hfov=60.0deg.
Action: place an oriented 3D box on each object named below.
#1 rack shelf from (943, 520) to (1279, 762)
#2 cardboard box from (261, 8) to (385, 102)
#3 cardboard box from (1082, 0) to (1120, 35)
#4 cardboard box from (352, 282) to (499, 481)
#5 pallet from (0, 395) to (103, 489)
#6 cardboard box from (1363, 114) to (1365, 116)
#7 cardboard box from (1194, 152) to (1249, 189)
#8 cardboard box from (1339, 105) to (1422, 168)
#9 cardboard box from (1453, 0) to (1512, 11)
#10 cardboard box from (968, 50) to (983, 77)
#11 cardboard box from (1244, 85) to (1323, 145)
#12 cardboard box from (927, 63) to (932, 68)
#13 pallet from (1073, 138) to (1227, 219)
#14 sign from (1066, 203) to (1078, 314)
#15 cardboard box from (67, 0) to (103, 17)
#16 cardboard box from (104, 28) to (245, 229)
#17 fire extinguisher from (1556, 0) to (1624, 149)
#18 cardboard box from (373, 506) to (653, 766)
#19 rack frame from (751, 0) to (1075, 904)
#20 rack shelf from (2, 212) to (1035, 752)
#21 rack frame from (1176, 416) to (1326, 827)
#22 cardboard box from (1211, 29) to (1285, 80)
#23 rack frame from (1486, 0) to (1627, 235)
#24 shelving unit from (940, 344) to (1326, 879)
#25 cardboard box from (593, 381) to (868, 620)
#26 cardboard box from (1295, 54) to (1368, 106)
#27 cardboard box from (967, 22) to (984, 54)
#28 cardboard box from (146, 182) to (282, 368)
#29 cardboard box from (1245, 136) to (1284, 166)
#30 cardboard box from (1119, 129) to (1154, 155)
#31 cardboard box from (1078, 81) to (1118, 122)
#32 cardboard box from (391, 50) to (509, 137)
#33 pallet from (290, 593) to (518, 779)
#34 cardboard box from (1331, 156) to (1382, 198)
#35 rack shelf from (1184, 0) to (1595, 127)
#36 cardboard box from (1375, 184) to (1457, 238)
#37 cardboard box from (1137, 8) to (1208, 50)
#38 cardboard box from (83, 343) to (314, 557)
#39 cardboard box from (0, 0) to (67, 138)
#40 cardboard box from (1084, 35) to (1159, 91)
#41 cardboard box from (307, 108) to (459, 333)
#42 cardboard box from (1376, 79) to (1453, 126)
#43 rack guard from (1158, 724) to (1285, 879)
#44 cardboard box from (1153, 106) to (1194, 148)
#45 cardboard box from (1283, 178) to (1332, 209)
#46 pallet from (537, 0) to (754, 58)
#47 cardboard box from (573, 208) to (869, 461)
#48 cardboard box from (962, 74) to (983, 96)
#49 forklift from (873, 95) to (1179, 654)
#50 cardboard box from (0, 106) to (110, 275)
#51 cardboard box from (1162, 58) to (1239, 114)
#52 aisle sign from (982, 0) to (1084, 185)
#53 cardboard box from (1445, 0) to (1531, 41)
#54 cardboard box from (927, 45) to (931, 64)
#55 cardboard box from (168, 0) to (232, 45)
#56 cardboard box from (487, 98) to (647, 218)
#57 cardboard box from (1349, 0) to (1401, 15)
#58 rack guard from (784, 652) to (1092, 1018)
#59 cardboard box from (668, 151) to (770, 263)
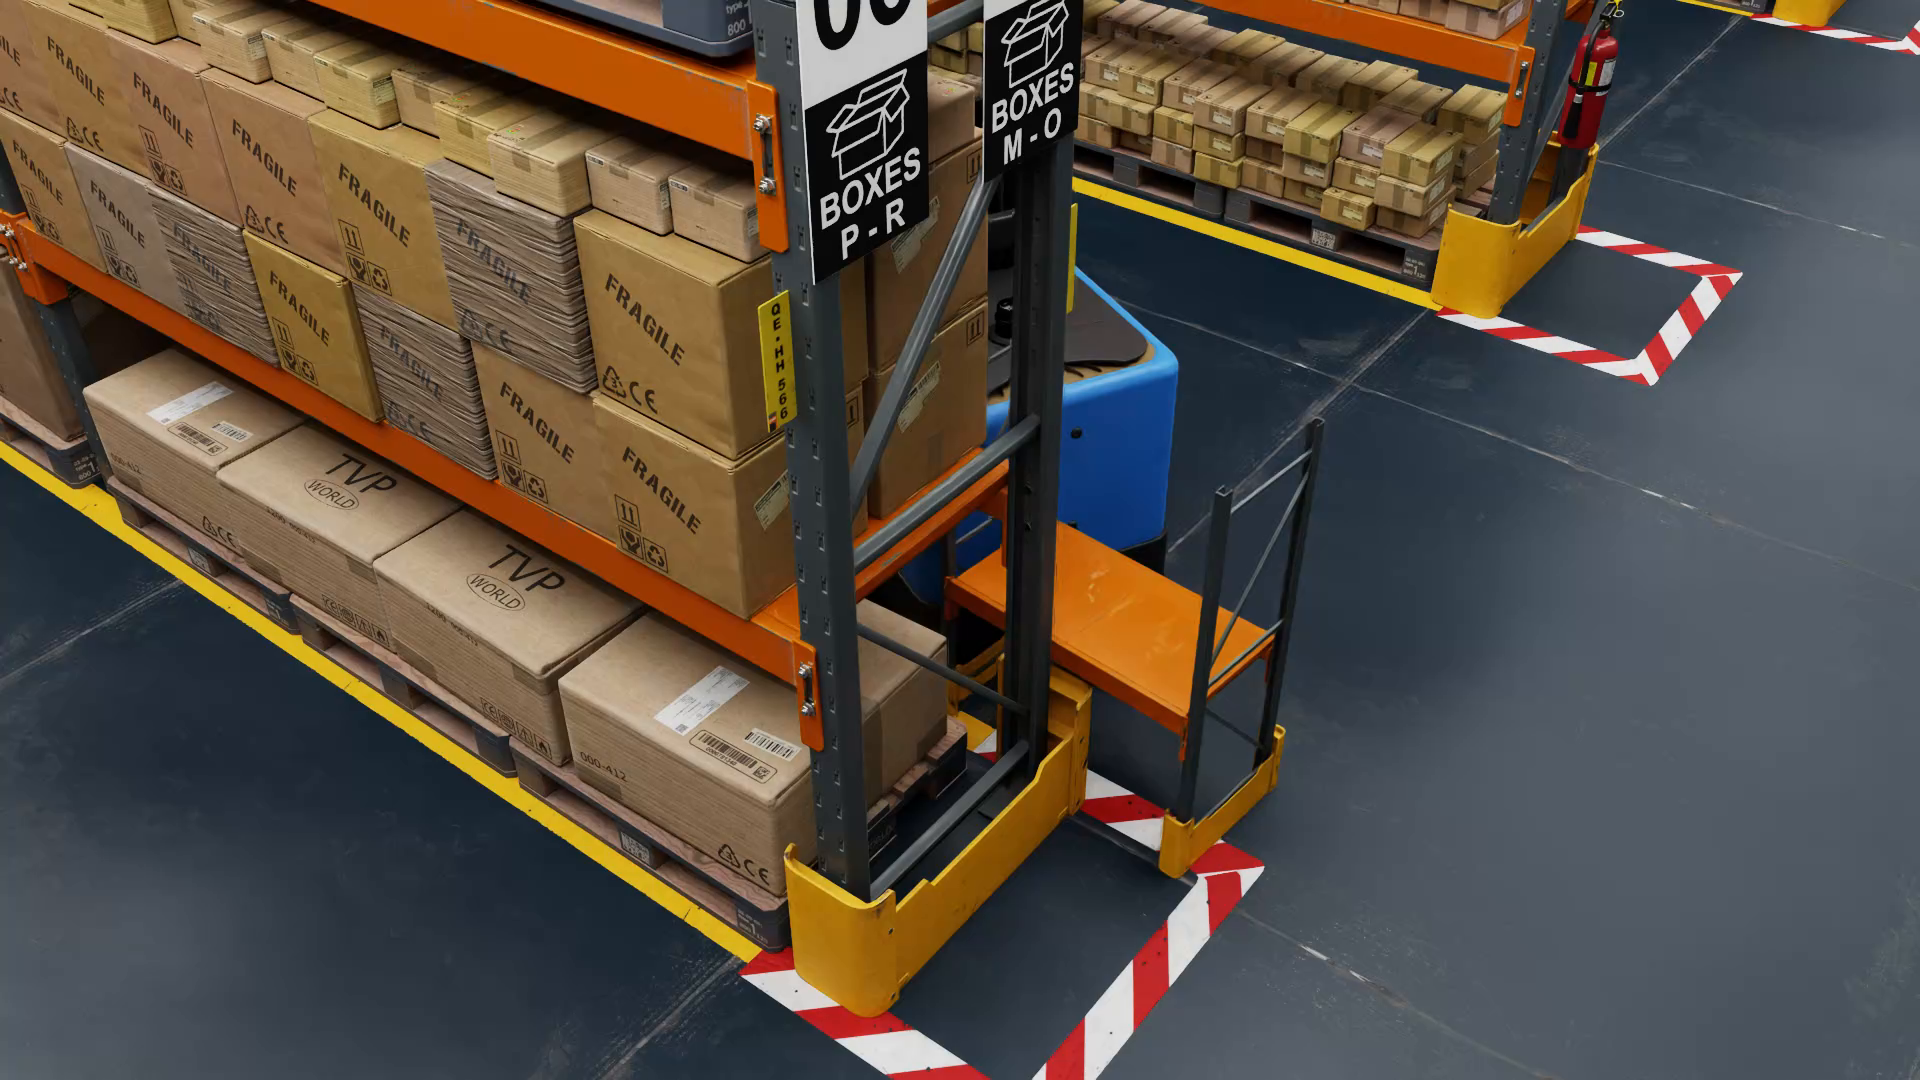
[{"bbox_3d":[0.490,0.286,5.459,1.000,0.185,0.538,29,47,32],"label":"rack shelf"},{"bbox_3d":[-1.711,-1.388,4.671,0.250,0.149,0.380,27,45,30],"label":"cardboard box"},{"bbox_3d":[0.719,-3.034,9.682,0.250,0.149,0.380,27,45,30],"label":"cardboard box"},{"bbox_3d":[-1.408,-0.578,4.974,0.500,0.500,0.500,27,45,30],"label":"cardboard box"},{"bbox_3d":[-3.896,-0.757,7.546,1.213,0.211,1.003,25,45,29],"label":"pallet"},{"bbox_3d":[2.176,-2.227,8.892,0.250,0.149,0.380,26,45,29],"label":"cardboard box"},{"bbox_3d":[1.454,-2.043,8.898,0.250,0.149,0.380,23,44,27],"label":"cardboard box"},{"bbox_3d":[2.128,-2.040,8.412,0.250,0.149,0.380,26,45,29],"label":"cardboard box"},{"bbox_3d":[2.354,-2.765,7.526,0.500,0.500,0.500,26,45,29],"label":"cardboard box"},{"bbox_3d":[0.254,-2.808,9.633,0.250,0.149,0.380,25,44,28],"label":"cardboard box"},{"bbox_3d":[1.678,-2.203,8.620,0.250,0.149,0.380,23,44,27],"label":"cardboard box"},{"bbox_3d":[-0.216,-2.814,9.882,0.250,0.149,0.380,23,44,27],"label":"cardboard box"},{"bbox_3d":[1.218,-2.276,9.485,1.213,0.211,1.003,25,45,29],"label":"pallet"},{"bbox_3d":[0.282,-0.746,4.504,0.005,0.325,0.100,25,45,29],"label":"sign"},{"bbox_3d":[-2.542,-1.760,5.146,0.250,0.149,0.380,25,44,28],"label":"cardboard box"},{"bbox_3d":[-2.208,-1.349,5.148,0.500,0.500,0.500,26,45,29],"label":"cardboard box"},{"bbox_3d":[2.787,-2.069,7.324,0.183,0.674,0.296,25,45,29],"label":"fire extinguisher"},{"bbox_3d":[-1.377,0.202,5.797,0.875,0.438,0.875,27,45,30],"label":"cardboard box"},{"bbox_3d":[-0.060,-0.105,4.451,0.127,3.000,1.000,25,45,29],"label":"rack frame"},{"bbox_3d":[-1.648,-0.571,5.629,4.000,0.370,1.077,25,45,29],"label":"rack shelf"},{"bbox_3d":[0.865,0.355,5.078,0.032,1.500,0.500,29,47,32],"label":"rack frame"},{"bbox_3d":[1.600,-2.689,9.241,0.250,0.149,0.380,26,45,29],"label":"cardboard box"},{"bbox_3d":[2.867,-2.566,7.595,0.127,3.000,1.000,25,45,29],"label":"rack frame"},{"bbox_3d":[0.497,0.148,5.344,1.083,1.500,0.587,29,47,32],"label":"shelving unit"},{"bbox_3d":[-0.604,-0.195,4.485,0.500,0.500,0.500,26,45,29],"label":"cardboard box"},{"bbox_3d":[1.996,-2.460,8.948,0.250,0.149,0.380,23,44,27],"label":"cardboard box"},{"bbox_3d":[0.251,-2.908,9.521,0.250,0.149,0.380,25,44,28],"label":"cardboard box"},{"bbox_3d":[-2.235,-0.958,5.460,0.500,0.500,0.500,26,45,29],"label":"cardboard box"},{"bbox_3d":[1.710,-2.129,8.767,0.250,0.149,0.380,25,44,28],"label":"cardboard box"},{"bbox_3d":[1.094,-2.287,9.209,0.250,0.149,0.380,27,45,30],"label":"cardboard box"},{"bbox_3d":[0.833,-2.465,9.196,0.250,0.149,0.380,25,44,28],"label":"cardboard box"},{"bbox_3d":[-1.279,-1.215,4.451,0.250,0.149,0.380,25,44,28],"label":"cardboard box"},{"bbox_3d":[-1.707,0.275,6.228,1.213,0.211,1.003,25,45,29],"label":"pallet"},{"bbox_3d":[2.100,-1.909,8.485,0.250,0.149,0.380,24,44,28],"label":"cardboard box"},{"bbox_3d":[1.279,-3.032,8.773,4.000,0.370,1.077,25,45,29],"label":"rack shelf"},{"bbox_3d":[2.322,-1.704,8.466,0.250,0.149,0.380,26,45,29],"label":"cardboard box"},{"bbox_3d":[1.211,-2.883,9.489,0.250,0.149,0.380,24,44,27],"label":"cardboard box"},{"bbox_3d":[-2.804,-0.472,6.657,0.875,0.438,0.875,25,44,28],"label":"cardboard box"},{"bbox_3d":[-3.006,-1.739,5.646,0.500,0.500,0.500,26,45,29],"label":"cardboard box"},{"bbox_3d":[0.891,-2.625,9.159,0.250,0.149,0.380,23,44,27],"label":"cardboard box"},{"bbox_3d":[-1.411,-0.970,4.663,0.500,0.500,0.500,25,44,28],"label":"cardboard box"},{"bbox_3d":[2.365,-2.250,8.681,0.250,0.149,0.380,26,45,29],"label":"cardboard box"},{"bbox_3d":[0.863,0.848,5.463,0.087,0.250,0.587,29,47,32],"label":"rack guard"},{"bbox_3d":[1.249,-2.271,8.948,0.250,0.149,0.380,28,46,31],"label":"cardboard box"},{"bbox_3d":[1.899,-1.892,8.705,0.250,0.149,0.380,25,44,28],"label":"cardboard box"},{"bbox_3d":[-0.655,-1.524,3.902,1.213,0.211,1.003,25,45,29],"label":"pallet"},{"bbox_3d":[-0.587,-0.602,4.193,0.500,0.500,0.500,27,45,30],"label":"cardboard box"},{"bbox_3d":[0.224,-2.646,9.669,0.250,0.149,0.380,25,44,28],"label":"cardboard box"},{"bbox_3d":[-0.315,-1.628,6.452,1.130,2.935,3.031,-17,41,-20],"label":"forklift"},{"bbox_3d":[-3.023,-1.338,5.945,0.500,0.500,0.500,27,45,30],"label":"cardboard box"},{"bbox_3d":[1.289,-2.429,8.909,0.250,0.149,0.380,24,44,27],"label":"cardboard box"},{"bbox_3d":[0.173,-1.243,3.796,0.004,0.787,0.394,25,45,29],"label":"aisle sign"},{"bbox_3d":[2.436,-2.451,7.651,0.250,0.149,0.380,25,45,29],"label":"cardboard box"},{"bbox_3d":[-0.217,-2.932,9.792,0.250,0.149,0.380,27,46,30],"label":"cardboard box"},{"bbox_3d":[-2.099,-1.592,4.932,0.250,0.149,0.380,25,45,28],"label":"cardboard box"},{"bbox_3d":[-0.939,-0.968,4.135,0.250,0.149,0.380,25,44,28],"label":"cardboard box"},{"bbox_3d":[2.053,-2.649,7.904,0.250,0.149,0.380,25,44,28],"label":"cardboard box"},{"bbox_3d":[-0.041,0.888,5.210,0.348,0.500,1.175,25,45,29],"label":"rack guard"},{"bbox_3d":[-0.467,-0.830,3.958,0.250,0.149,0.380,26,45,29],"label":"cardboard box"}]
